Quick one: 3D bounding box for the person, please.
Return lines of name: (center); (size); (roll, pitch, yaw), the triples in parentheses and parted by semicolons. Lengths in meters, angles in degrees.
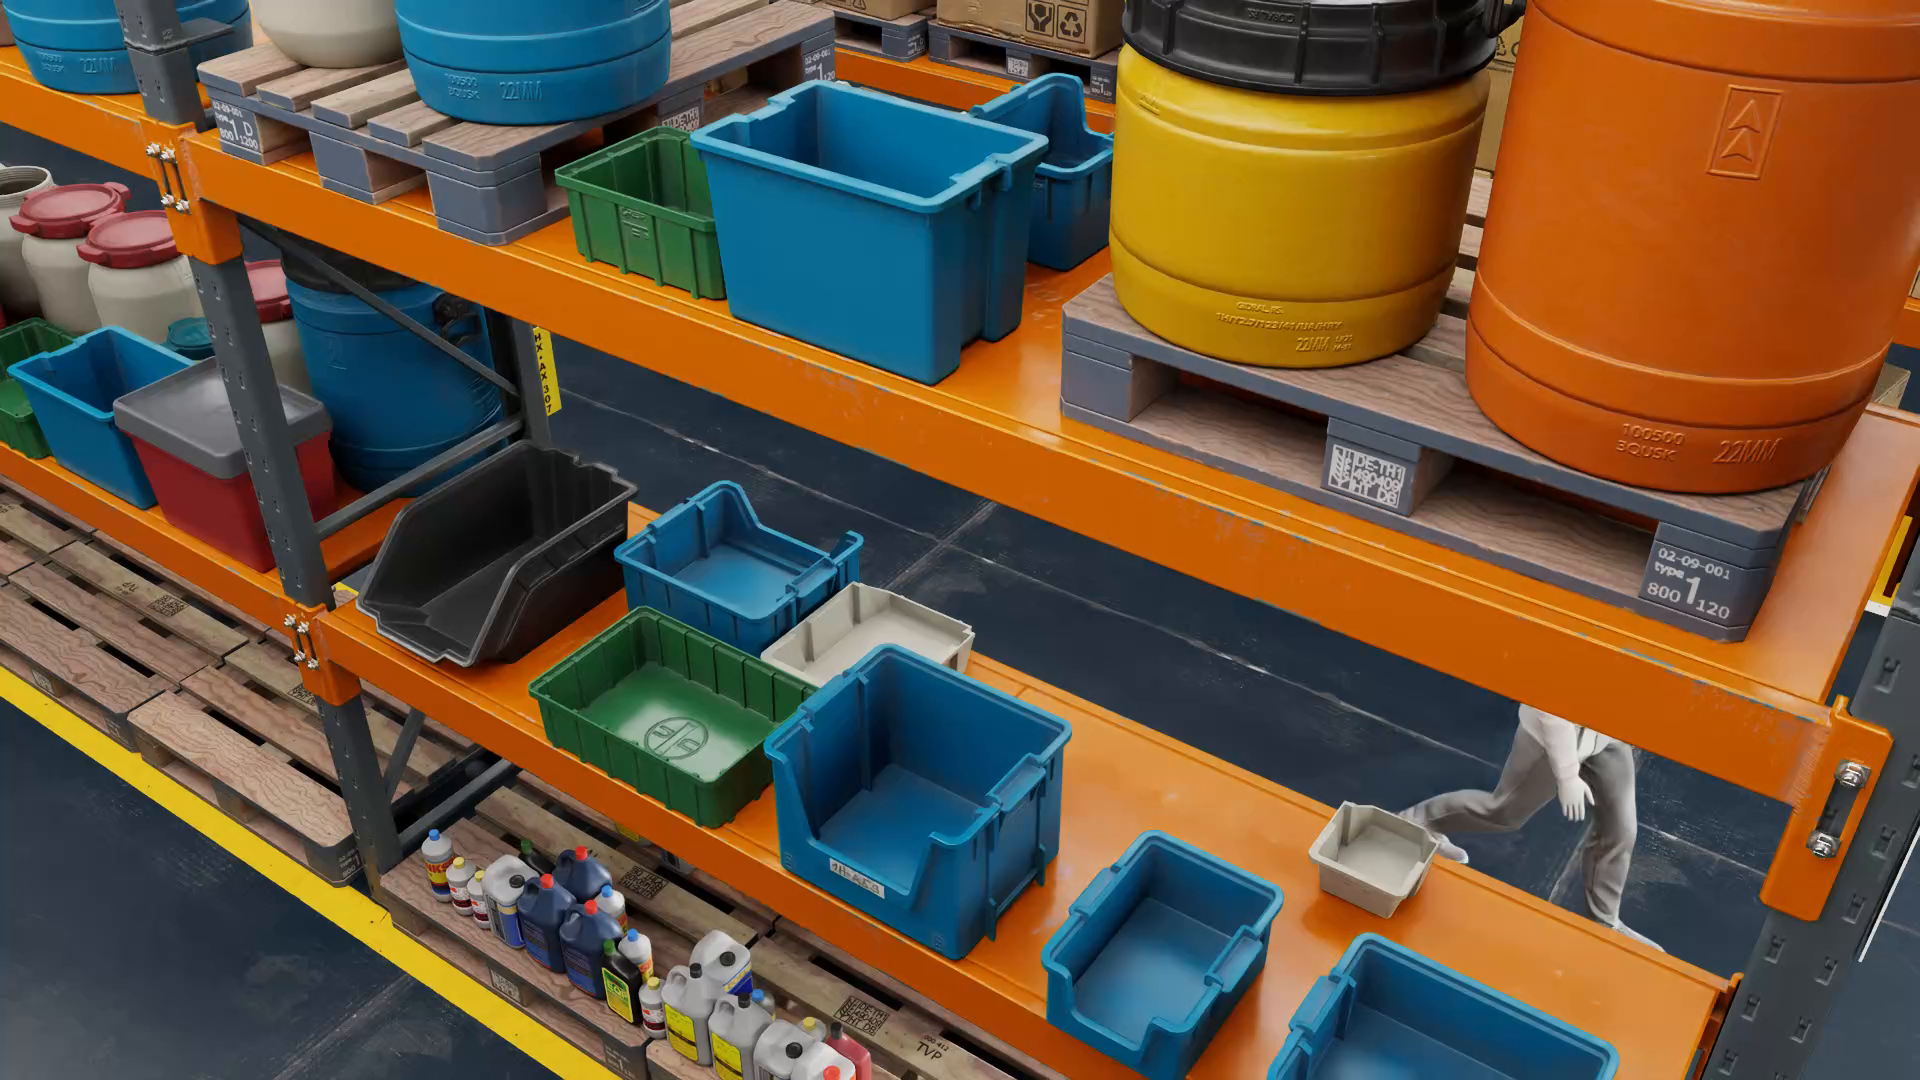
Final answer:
person: (1.927, 0.589, 5.259); (0.503, 1.642, 0.962); (-29, 44, -35)
